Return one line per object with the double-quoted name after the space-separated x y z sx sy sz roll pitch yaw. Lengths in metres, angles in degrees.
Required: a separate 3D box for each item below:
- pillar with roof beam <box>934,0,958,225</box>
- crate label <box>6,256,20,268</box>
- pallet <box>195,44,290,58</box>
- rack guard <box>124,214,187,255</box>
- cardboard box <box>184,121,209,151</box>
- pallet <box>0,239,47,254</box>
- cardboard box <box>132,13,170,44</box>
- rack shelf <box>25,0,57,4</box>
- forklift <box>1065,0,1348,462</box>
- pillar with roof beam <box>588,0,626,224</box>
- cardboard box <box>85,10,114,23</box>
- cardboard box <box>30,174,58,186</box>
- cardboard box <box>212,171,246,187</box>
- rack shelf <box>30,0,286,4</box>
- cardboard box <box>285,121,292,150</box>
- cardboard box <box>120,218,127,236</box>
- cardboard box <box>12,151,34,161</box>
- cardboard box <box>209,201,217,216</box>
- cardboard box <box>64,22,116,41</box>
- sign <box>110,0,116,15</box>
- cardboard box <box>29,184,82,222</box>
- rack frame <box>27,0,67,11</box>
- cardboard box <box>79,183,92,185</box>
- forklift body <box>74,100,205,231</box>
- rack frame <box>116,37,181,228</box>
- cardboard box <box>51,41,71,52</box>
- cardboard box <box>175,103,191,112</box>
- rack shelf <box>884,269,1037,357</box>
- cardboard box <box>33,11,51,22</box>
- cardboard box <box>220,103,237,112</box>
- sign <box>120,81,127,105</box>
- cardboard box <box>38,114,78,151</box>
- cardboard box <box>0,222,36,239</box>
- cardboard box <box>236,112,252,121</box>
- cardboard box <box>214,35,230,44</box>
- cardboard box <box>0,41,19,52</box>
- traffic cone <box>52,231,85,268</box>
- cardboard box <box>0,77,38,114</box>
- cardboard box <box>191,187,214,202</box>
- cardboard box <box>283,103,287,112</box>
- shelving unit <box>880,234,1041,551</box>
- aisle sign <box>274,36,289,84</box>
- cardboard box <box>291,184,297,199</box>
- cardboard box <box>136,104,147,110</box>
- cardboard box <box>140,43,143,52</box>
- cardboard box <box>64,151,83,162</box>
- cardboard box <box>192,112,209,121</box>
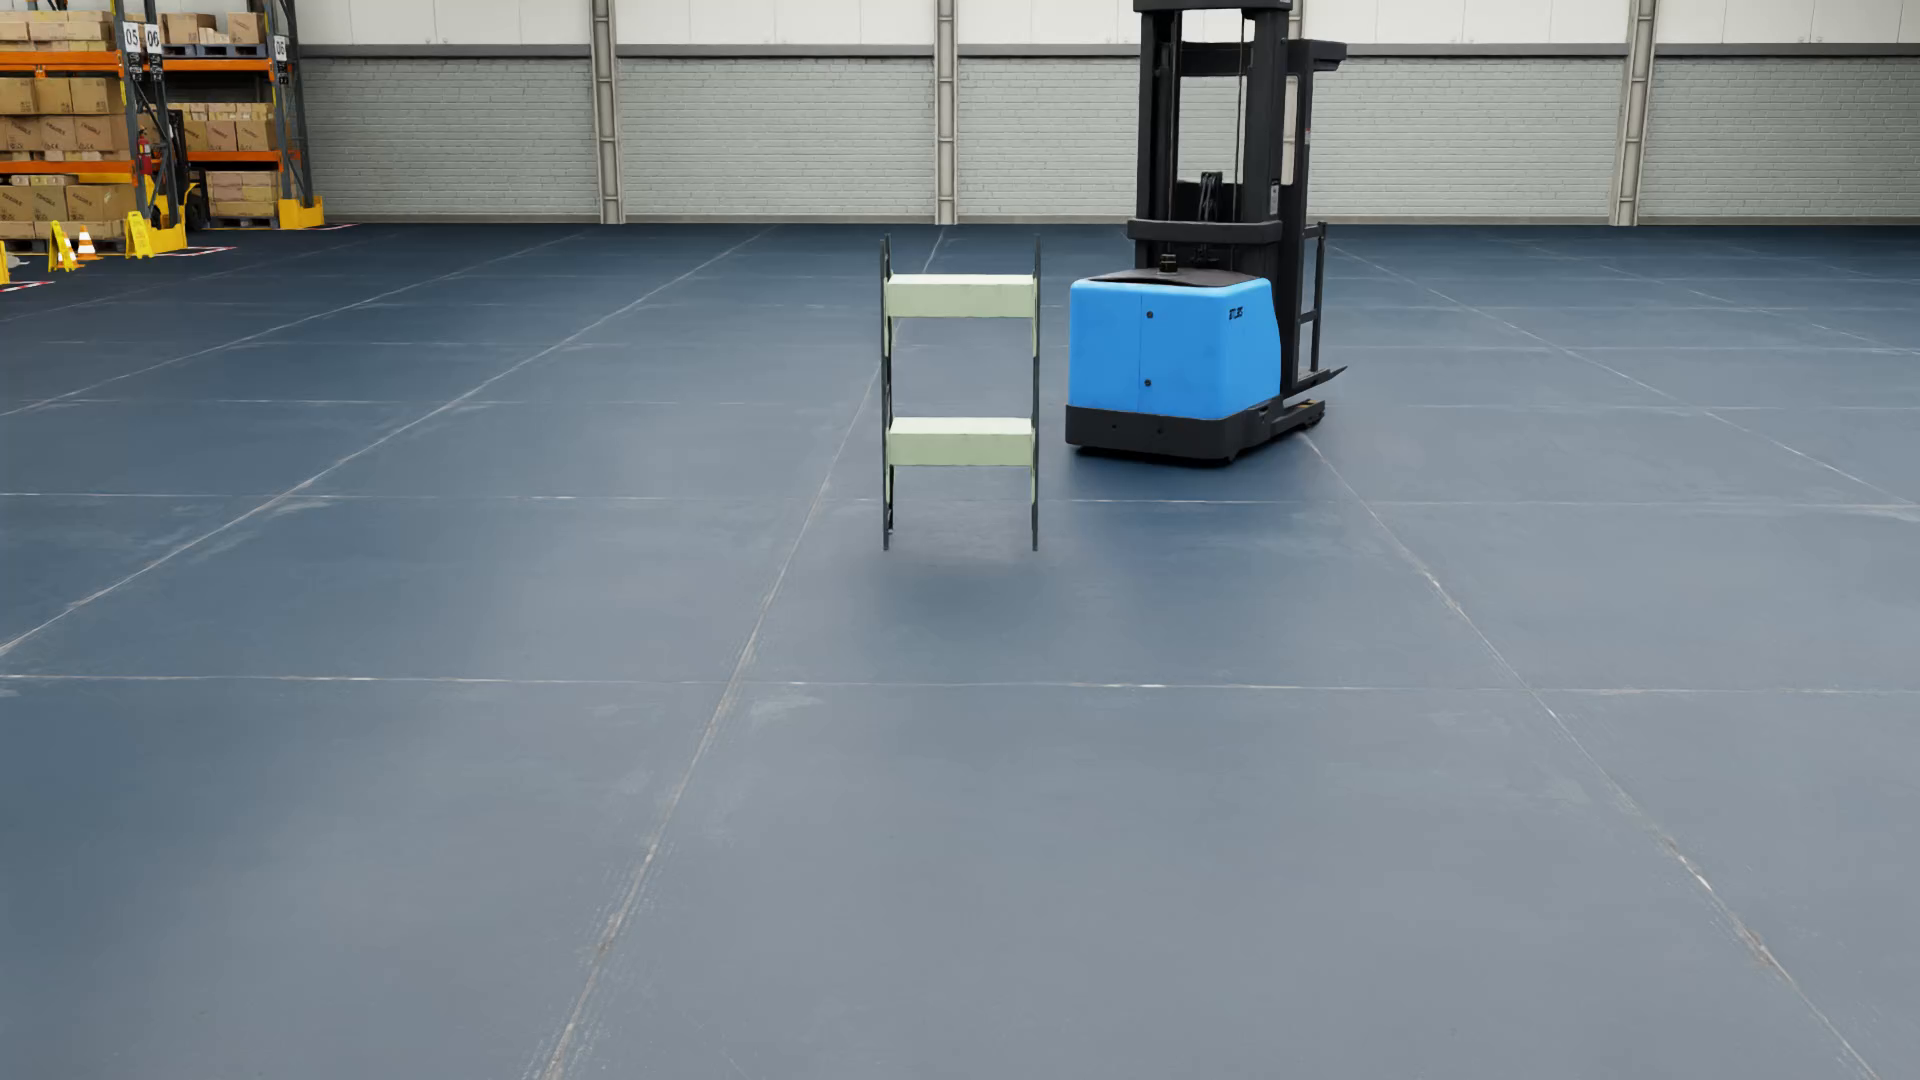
-0.355 -8.915 24.491 0.400 9.000 9.100 0 15 1 "pillar with roof beam"
-12.630 -3.684 22.035 0.298 0.136 0.250 -8 17 -28 "crate label"
-12.274 -8.375 28.497 1.213 0.211 1.003 0 15 1 "pallet"
-11.767 -4.482 24.349 0.348 0.500 1.175 0 15 1 "rack guard"
-13.097 -6.950 28.605 0.500 0.500 0.500 0 15 0 "cardboard box"
-13.795 -4.365 24.472 1.213 0.211 1.003 0 15 1 "pallet"
-13.622 -8.694 28.312 0.637 0.503 0.797 1 15 3 "cardboard box"
-17.566 -9.355 28.351 4.000 0.370 1.077 0 15 1 "rack shelf"
1.837 -2.216 10.994 1.130 2.935 3.031 9 17 29 "forklift"
-6.353 -8.954 24.639 0.400 9.000 9.100 0 15 1 "pillar with roof beam"
-12.037 -7.332 23.298 0.250 0.149 0.380 1 15 2 "cardboard box"
-13.119 -5.166 23.868 0.250 0.149 0.380 1 15 2 "cardboard box"
-12.547 -6.238 28.712 0.500 0.250 0.500 1 15 2 "cardboard box"
-13.567 -9.329 28.253 4.000 0.370 1.077 0 15 1 "rack shelf"
-12.056 -7.079 29.094 0.500 0.500 0.500 1 15 3 "cardboard box"
-12.490 -4.640 24.612 0.500 0.250 0.500 0 15 1 "cardboard box"
-13.351 -5.507 23.826 0.250 0.149 0.380 0 15 1 "cardboard box"
-13.043 -5.763 28.872 0.500 0.250 0.500 1 15 2 "cardboard box"
-12.210 -7.147 23.378 0.500 0.250 0.500 0 15 1 "cardboard box"
-11.725 -7.427 22.996 0.005 0.325 0.100 0 15 1 "sign"
-13.020 -4.868 24.007 0.500 0.500 0.500 1 15 4 "cardboard box"
-15.567 -9.883 28.159 0.127 3.000 1.000 0 15 1 "rack frame"
-13.037 -5.004 24.525 0.500 0.500 0.500 0 15 -1 "cardboard box"
-13.510 -6.093 27.217 1.214 2.155 2.313 0 15 1 "forklift body"
-11.691 -5.690 24.028 0.127 3.000 1.000 0 15 1 "rack frame"
-12.569 -6.954 23.430 0.250 0.149 0.380 1 15 3 "cardboard box"
-13.210 -7.393 28.432 0.250 0.149 0.380 1 15 3 "cardboard box"
0.007 -1.102 8.049 0.720 0.370 0.431 0 15 1 "rack shelf"
-12.801 -7.355 23.387 0.250 0.149 0.380 0 15 2 "cardboard box"
-12.441 -7.399 28.454 0.250 0.149 0.380 1 15 3 "cardboard box"
-11.725 -6.262 23.304 0.005 0.325 0.100 0 15 1 "sign"
-12.741 -5.820 23.741 0.500 0.500 0.500 0 15 2 "cardboard box"
-13.547 -4.508 24.113 0.500 0.250 0.500 0 15 -1 "cardboard box"
-12.178 -7.243 28.446 0.250 0.149 0.380 1 15 2 "cardboard box"
-12.404 -8.464 28.136 0.250 0.149 0.380 0 15 0 "cardboard box"
-13.334 -6.966 23.474 0.250 0.149 0.380 0 15 0 "cardboard box"
-11.842 -3.852 22.034 0.334 0.463 0.336 0 15 1 "traffic cone"
-13.226 -6.296 23.584 0.500 0.500 0.700 0 15 1 "cardboard box"
-13.080 -5.999 28.784 0.500 0.250 0.500 0 15 0 "cardboard box"
-11.898 -7.519 28.907 0.250 0.149 0.380 0 15 0 "cardboard box"
0.007 -0.725 8.149 0.755 1.500 0.431 0 15 1 "shelving unit"
-11.510 -8.138 28.209 0.004 0.787 0.394 0 15 1 "aisle sign"
-12.033 -6.127 29.272 0.500 0.250 0.500 1 15 2 "cardboard box"
-13.966 -7.422 28.541 0.250 0.149 0.380 0 15 1 "cardboard box"
-12.014 -7.104 23.999 0.250 0.149 0.380 0 15 1 "cardboard box"
-12.582 -5.497 23.788 0.250 0.149 0.380 0 15 0 "cardboard box"
-12.952 -7.255 28.489 0.250 0.149 0.380 0 15 0 "cardboard box"
